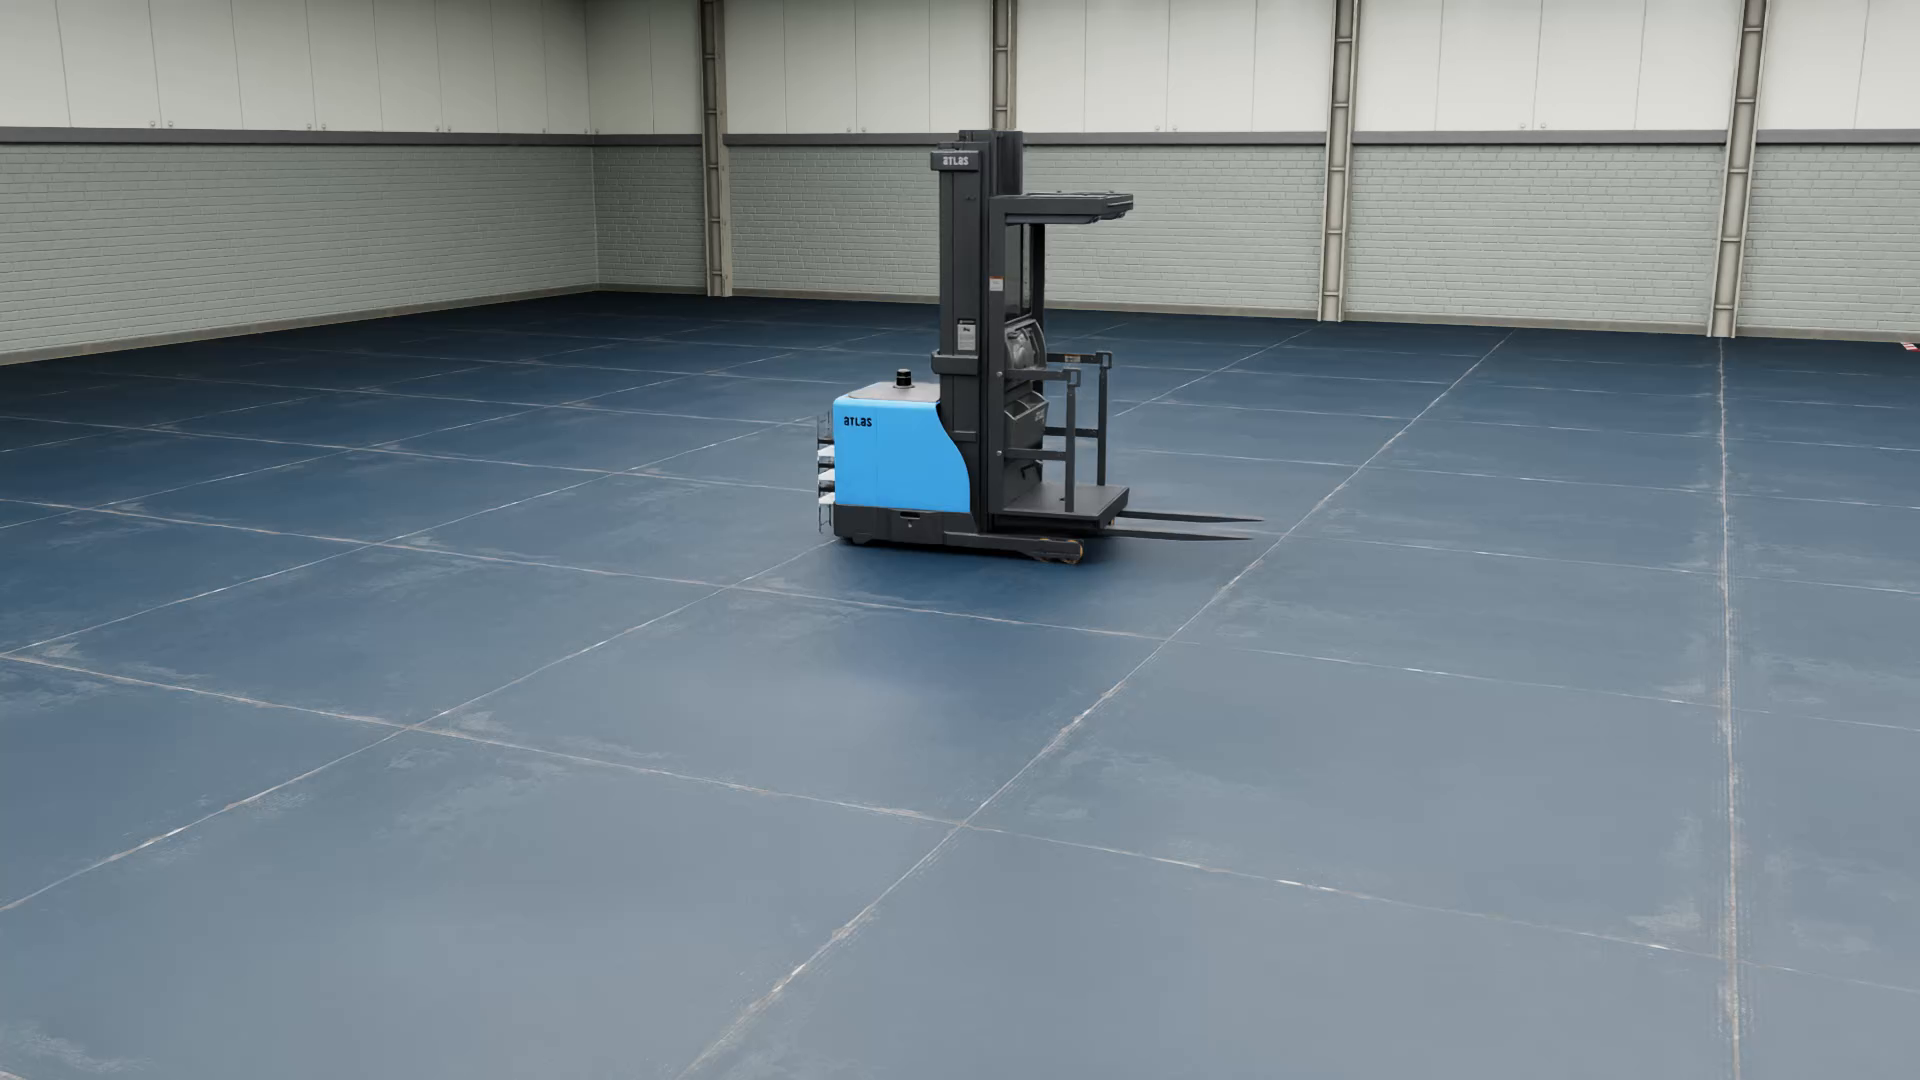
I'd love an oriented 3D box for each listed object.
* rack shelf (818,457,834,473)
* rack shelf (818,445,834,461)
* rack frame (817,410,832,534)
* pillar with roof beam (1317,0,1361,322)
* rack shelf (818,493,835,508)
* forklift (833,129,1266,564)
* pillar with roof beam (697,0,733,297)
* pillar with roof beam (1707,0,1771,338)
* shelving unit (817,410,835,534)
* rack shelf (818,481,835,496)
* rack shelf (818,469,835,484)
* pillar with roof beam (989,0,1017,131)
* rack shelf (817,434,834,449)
[{"bbox_3d":[-0.920,-0.558,12.414,0.200,0.077,0.258,4,14,17],"label":"rack shelf"},{"bbox_3d":[-0.920,-0.645,12.393,0.200,0.077,0.258,4,14,17],"label":"rack shelf"},{"bbox_3d":[-1.017,-0.510,12.457,0.006,0.900,0.240,4,14,17],"label":"rack frame"},{"bbox_3d":[4.506,-7.180,23.154,0.400,9.000,9.100,6,14,23],"label":"pillar with roof beam"},{"bbox_3d":[-0.920,-0.295,12.476,0.200,0.077,0.258,4,14,17],"label":"rack shelf"},{"bbox_3d":[0.653,-1.396,11.788,3.031,2.935,1.130,4,14,17],"label":"forklift"},{"bbox_3d":[-6.466,-8.290,27.886,0.400,9.000,9.100,6,14,23],"label":"pillar with roof beam"},{"bbox_3d":[9.992,-6.625,20.788,0.400,9.000,9.100,6,14,23],"label":"pillar with roof beam"},{"bbox_3d":[-0.920,-0.503,12.427,0.210,0.900,0.258,4,14,17],"label":"shelving unit"},{"bbox_3d":[-0.920,-0.383,12.455,0.200,0.077,0.258,4,14,17],"label":"rack shelf"},{"bbox_3d":[-0.920,-0.470,12.434,0.200,0.077,0.258,4,14,17],"label":"rack shelf"},{"bbox_3d":[-0.980,-7.735,25.520,0.400,9.000,9.100,6,14,23],"label":"pillar with roof beam"},{"bbox_3d":[-0.920,-0.733,12.373,0.200,0.077,0.258,4,14,17],"label":"rack shelf"}]
